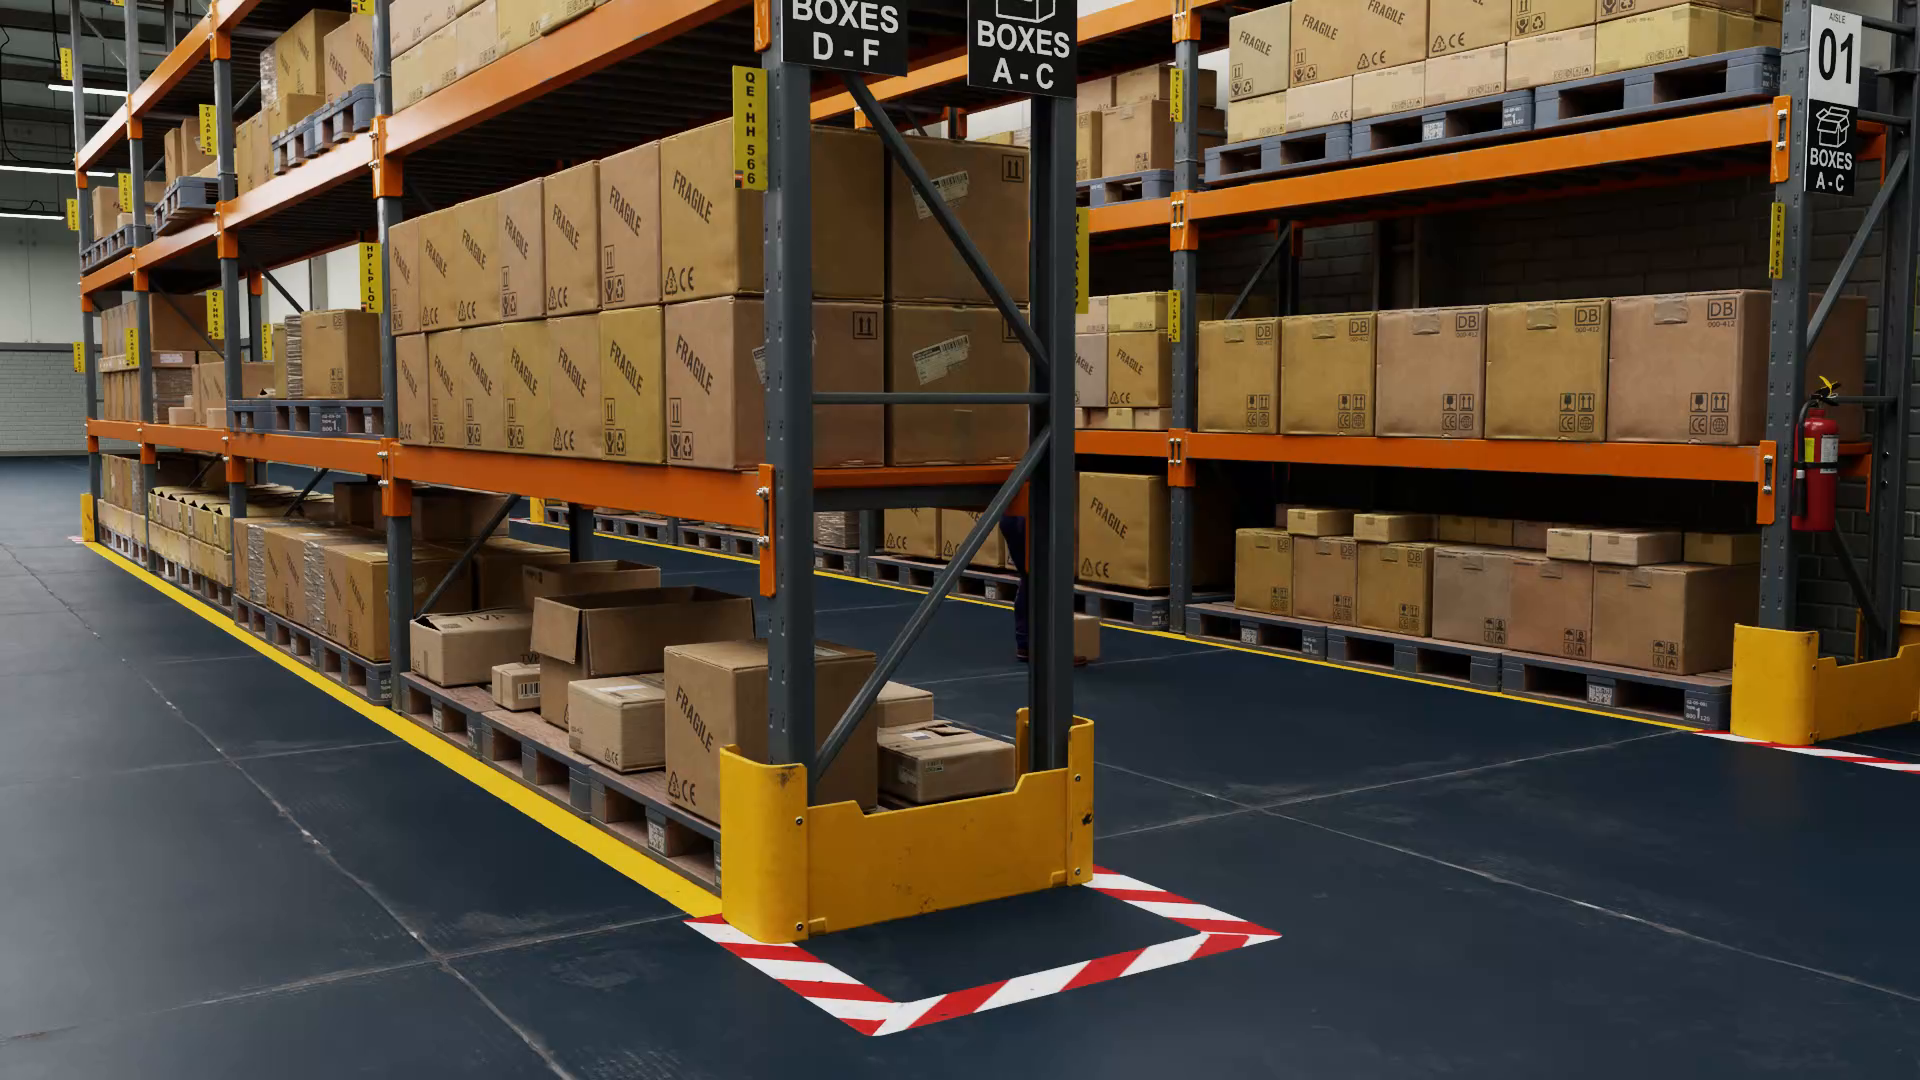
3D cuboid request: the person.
[{"bbox_3d":[0.469,-0.116,9.526,0.423,1.651,0.542,-3,6,-36],"label":"person"}]
